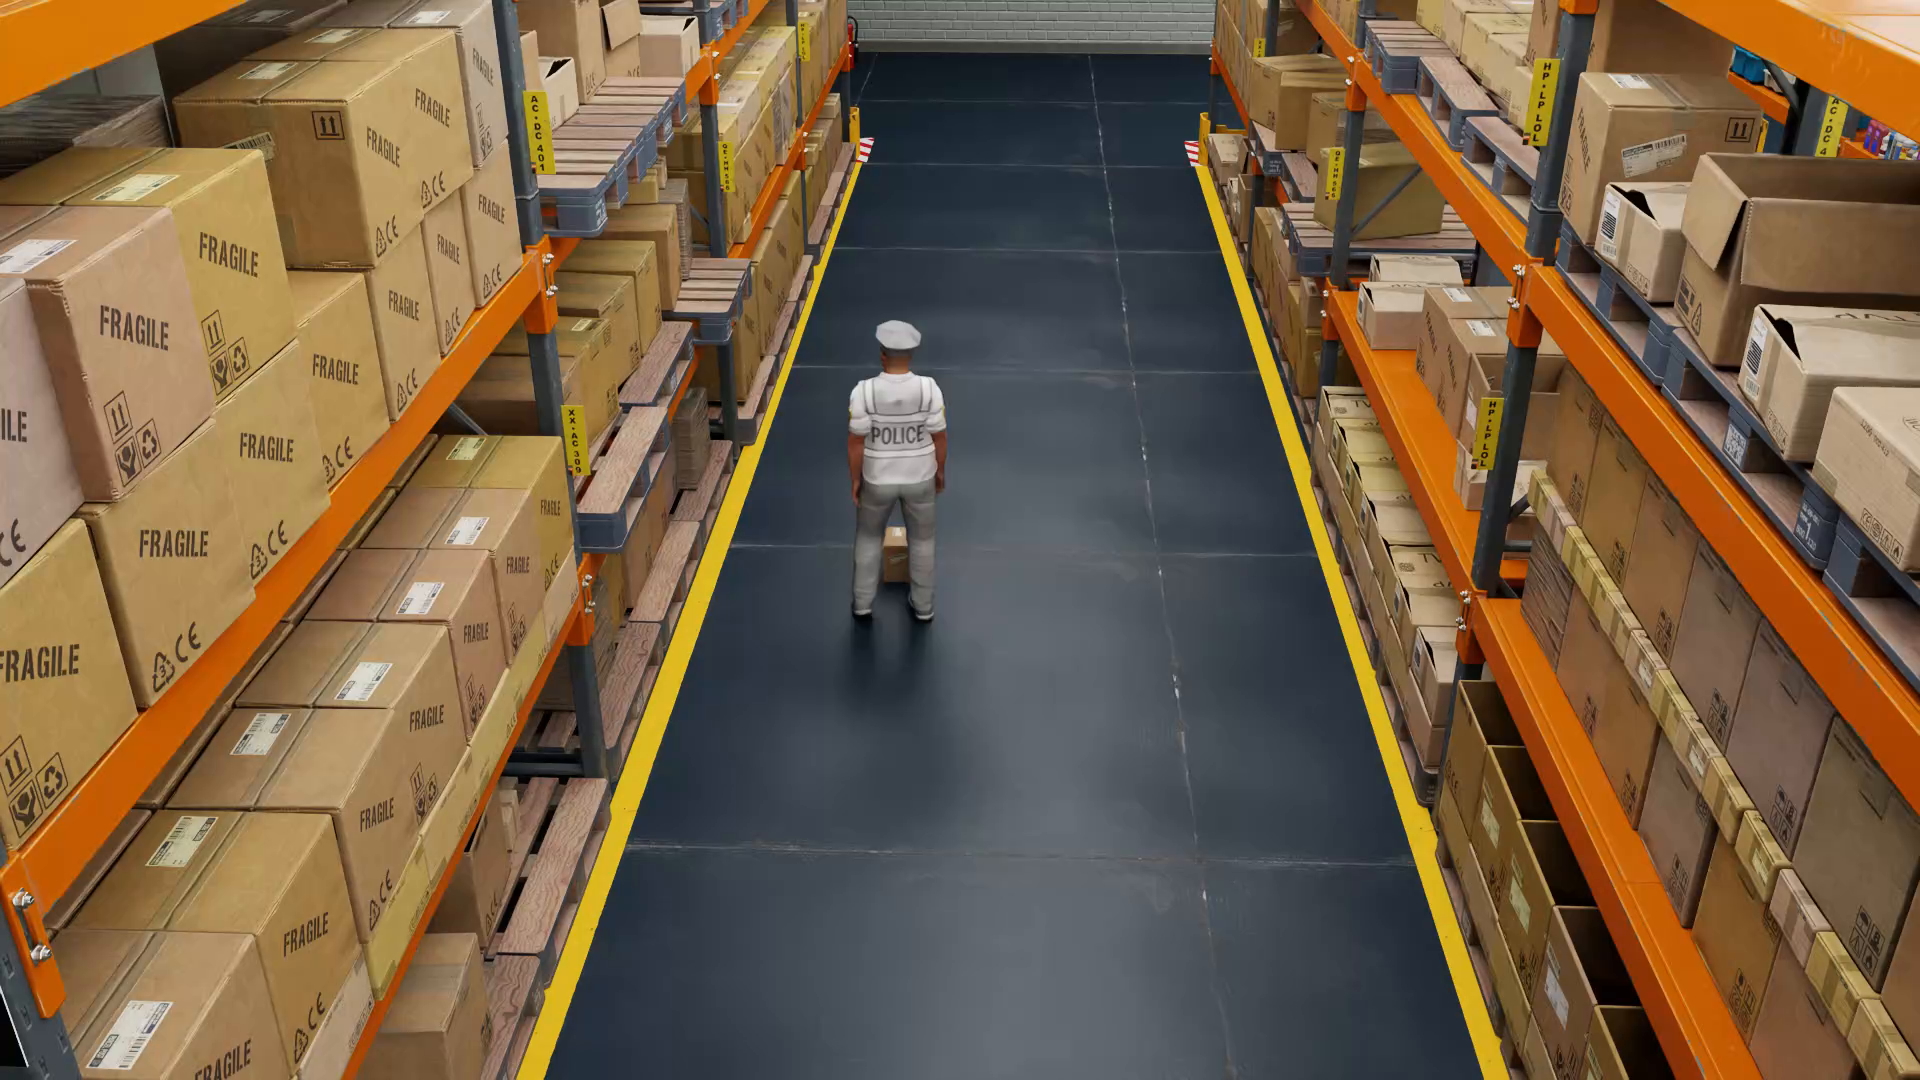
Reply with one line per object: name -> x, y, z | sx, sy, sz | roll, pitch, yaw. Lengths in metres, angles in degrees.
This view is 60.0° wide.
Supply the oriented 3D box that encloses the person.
person -> -0.360, -0.362, 9.274 | 0.547, 1.788, 0.438 | 1, 28, 2
